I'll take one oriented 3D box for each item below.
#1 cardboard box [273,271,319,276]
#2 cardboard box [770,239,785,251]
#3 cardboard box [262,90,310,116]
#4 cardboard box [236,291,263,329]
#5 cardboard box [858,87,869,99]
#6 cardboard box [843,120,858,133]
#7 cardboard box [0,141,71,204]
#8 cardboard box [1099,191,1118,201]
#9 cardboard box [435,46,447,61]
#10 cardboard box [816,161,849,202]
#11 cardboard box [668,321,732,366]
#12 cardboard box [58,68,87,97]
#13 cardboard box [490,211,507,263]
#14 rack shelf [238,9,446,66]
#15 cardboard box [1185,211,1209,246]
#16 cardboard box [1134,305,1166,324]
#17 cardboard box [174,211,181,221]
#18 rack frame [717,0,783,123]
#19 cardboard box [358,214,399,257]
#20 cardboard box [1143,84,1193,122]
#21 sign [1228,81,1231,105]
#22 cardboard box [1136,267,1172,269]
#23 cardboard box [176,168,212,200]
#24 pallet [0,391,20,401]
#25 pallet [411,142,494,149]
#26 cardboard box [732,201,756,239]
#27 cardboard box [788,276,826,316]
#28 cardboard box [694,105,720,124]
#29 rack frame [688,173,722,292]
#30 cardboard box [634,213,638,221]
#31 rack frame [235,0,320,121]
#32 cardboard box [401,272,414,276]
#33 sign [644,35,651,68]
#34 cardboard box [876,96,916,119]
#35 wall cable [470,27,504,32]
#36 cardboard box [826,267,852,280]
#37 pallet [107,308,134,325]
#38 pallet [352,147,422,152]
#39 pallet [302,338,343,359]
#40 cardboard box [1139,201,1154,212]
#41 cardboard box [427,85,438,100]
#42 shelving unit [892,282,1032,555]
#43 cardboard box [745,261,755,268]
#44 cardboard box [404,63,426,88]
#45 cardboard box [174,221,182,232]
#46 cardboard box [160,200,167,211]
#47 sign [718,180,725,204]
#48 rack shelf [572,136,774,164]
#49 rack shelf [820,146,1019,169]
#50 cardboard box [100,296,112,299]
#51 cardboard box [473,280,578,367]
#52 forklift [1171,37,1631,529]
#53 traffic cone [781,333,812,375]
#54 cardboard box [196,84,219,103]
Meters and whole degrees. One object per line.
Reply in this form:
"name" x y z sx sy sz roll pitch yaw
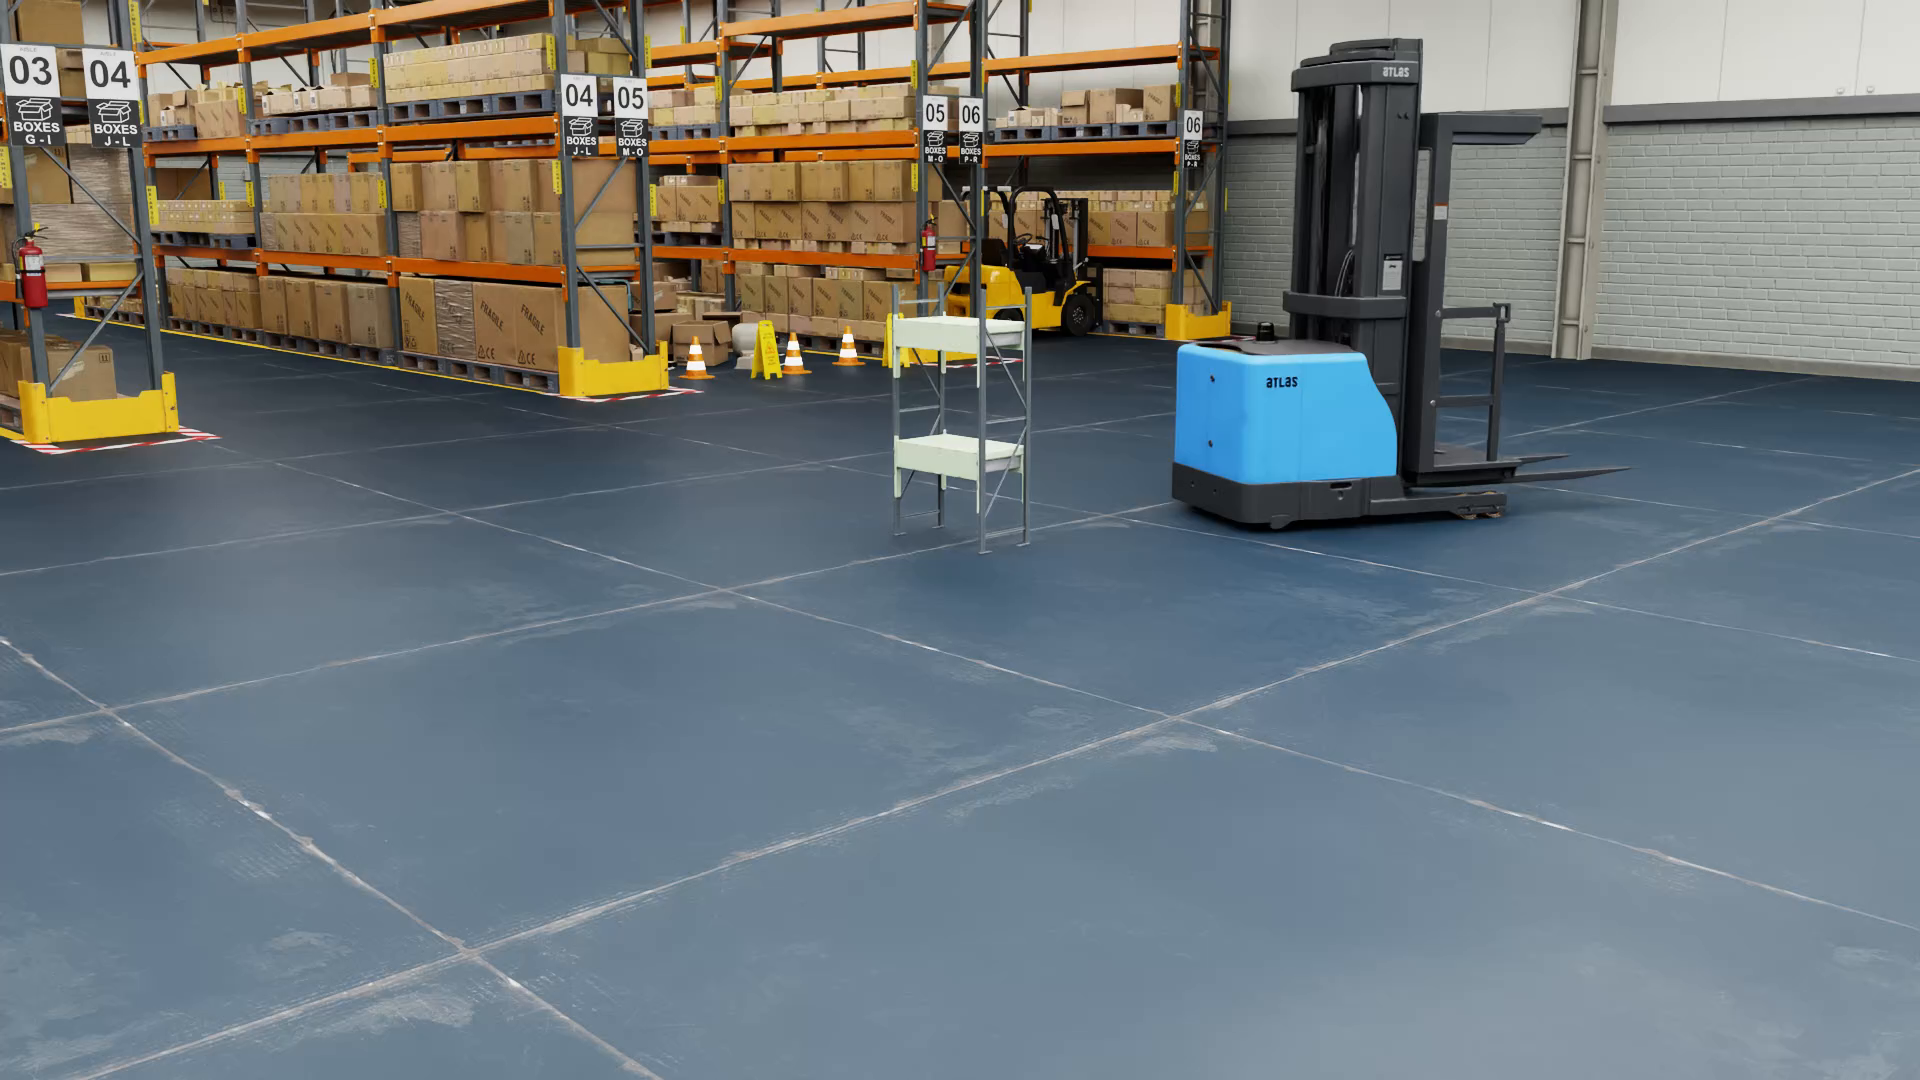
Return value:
"cardboard box" -9.468 -3.684 23.656 0.500 0.250 0.500 11 16 43
"cardboard box" -2.346 -4.003 22.531 0.380 0.149 0.250 -10 15 -41
"cardboard box" -8.826 -5.745 21.862 0.500 0.311 0.500 -11 16 -42
"cardboard box" -9.811 -3.242 23.369 0.500 0.500 0.500 -11 16 -43
"cardboard box" -1.057 -5.605 20.896 0.380 0.149 0.250 -11 16 -42
"cardboard box" -1.268 -5.249 21.143 0.380 0.149 0.250 -11 16 -43
"cardboard box" -7.858 -3.088 14.001 0.500 0.500 0.500 -11 16 -43
"cardboard box" 2.284 -5.101 24.645 0.380 0.149 0.250 -10 16 -41
"cardboard box" -5.519 -5.323 18.238 0.380 0.149 0.250 -11 16 -43
"cardboard box" -1.413 -4.602 21.351 0.700 0.500 0.500 -11 16 -43
"cardboard box" -3.176 -2.419 20.406 0.637 0.503 0.797 1 12 6
"cardboard box" -7.445 -3.859 14.148 0.500 0.250 0.500 -10 15 -41
"cardboard box" -4.623 -3.331 18.276 0.875 0.550 0.550 -11 16 -43
"rack shelf" -7.786 -6.299 20.961 1.077 0.370 4.000 -11 16 -43
"cardboard box" 3.314 -4.590 24.511 0.500 0.500 0.500 -10 15 -41
"cardboard box" 2.902 -3.314 24.337 0.500 0.250 0.500 -11 16 -42
"cardboard box" -11.263 -4.740 24.328 0.380 0.149 0.250 -10 15 -40
"rack frame" -2.894 -7.260 22.851 1.000 3.000 0.127 -11 16 -43
"cardboard box" -6.958 -3.705 20.215 0.500 0.500 0.500 -11 16 -43
"cardboard box" 2.973 -6.234 23.766 0.500 0.500 0.500 -10 15 -41
"sign" 3.861 -6.443 23.955 0.100 0.325 0.005 -11 16 -43
"cardboard box" 2.913 -3.948 24.937 0.500 0.250 0.500 -11 16 -42
"cardboard box" -12.065 -5.569 26.047 0.500 0.500 0.500 -10 16 -41
"pallet" -8.726 -1.304 15.718 1.003 0.211 1.213 -11 16 -43
"pallet" -8.976 -7.036 29.416 1.003 0.211 1.213 -11 16 -43
"cardboard box" -2.792 -4.414 22.916 0.500 0.500 0.500 -11 16 -43
"cardboard box" -1.947 -3.272 22.275 0.500 0.500 0.500 -10 15 -40
"cardboard box" -3.403 -5.988 23.442 0.500 0.250 0.500 -11 16 -44
"rack frame" -4.832 -6.182 32.483 1.000 3.000 0.127 -11 16 -43
"cardboard box" -4.777 -5.057 24.996 0.500 0.500 0.500 -11 16 -42
"rack frame" -9.167 -7.140 22.265 1.000 3.000 0.127 -11 16 -43
"cardboard box" -10.015 -4.809 31.130 0.875 0.438 0.875 -10 16 -41
"sign" -3.237 -5.046 17.175 0.100 0.325 0.005 -11 16 -43
"cardboard box" -0.680 -5.317 20.485 0.500 0.250 0.500 -11 16 -43
"wall cable" -10.566 -13.430 39.014 2.988 3.039 0.133 -11 16 -43
"cardboard box" -1.528 -3.483 21.690 0.380 0.149 0.250 -10 15 -40
"pallet" -13.266 -3.690 27.301 1.003 0.211 1.213 -11 16 -43
"pallet" -10.662 -7.392 31.144 1.003 0.211 1.213 -11 16 -43
"pallet" -7.839 -2.532 21.678 1.003 0.211 1.213 -11 16 -43
"cardboard box" 2.815 -4.842 24.124 0.380 0.149 0.250 -11 16 -42
"cardboard box" -5.695 -4.970 18.499 0.380 0.149 0.250 -11 16 -43
"shelving unit" 0.005 -0.734 9.755 0.431 1.500 0.755 -11 16 -43
"cardboard box" -3.829 -5.210 31.311 0.380 0.149 0.250 -10 15 -41
"cardboard box" -5.920 -5.230 18.774 0.500 0.250 0.500 -11 16 -43
"cardboard box" -11.276 -4.596 24.366 0.250 0.149 0.380 11 16 43
"cardboard box" -11.618 -4.960 24.659 0.380 0.149 0.250 -11 16 -42
"sign" -3.293 -4.811 22.961 0.100 0.325 0.005 -11 16 -43
"rack shelf" -4.276 -5.731 24.643 1.077 0.370 4.000 -11 16 -43
"rack shelf" -0.688 -6.423 28.003 1.077 0.370 4.000 -11 16 -43
"cardboard box" -14.036 -4.088 27.607 0.380 0.149 0.250 -10 15 -41
"cardboard box" -4.768 -2.417 18.433 0.875 0.875 0.875 -11 16 -43
"forklift" 2.961 -1.660 10.706 3.031 2.935 1.130 -4 12 -19
"traffic cone" -1.930 -2.174 19.319 0.336 0.463 0.334 -11 16 -43
"cardboard box" -10.537 -6.302 23.488 0.396 0.266 0.258 -11 16 -43
